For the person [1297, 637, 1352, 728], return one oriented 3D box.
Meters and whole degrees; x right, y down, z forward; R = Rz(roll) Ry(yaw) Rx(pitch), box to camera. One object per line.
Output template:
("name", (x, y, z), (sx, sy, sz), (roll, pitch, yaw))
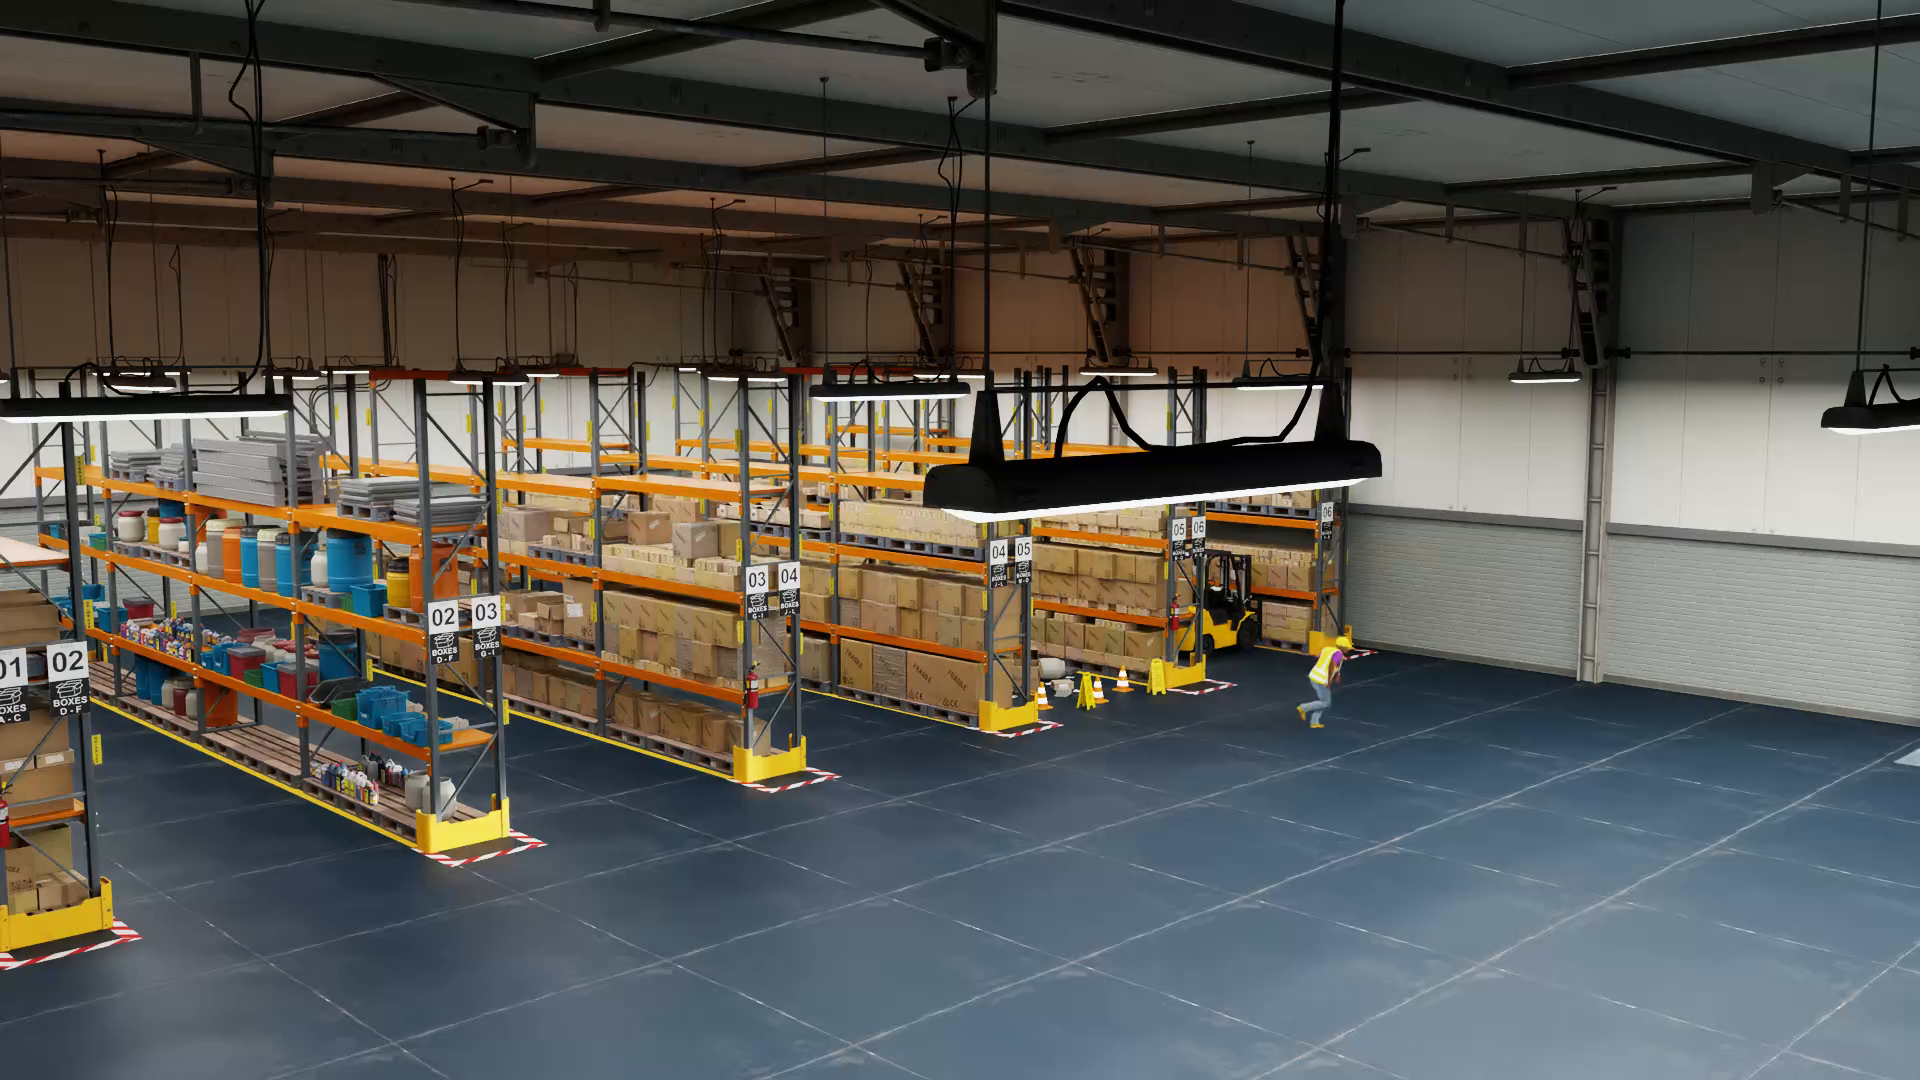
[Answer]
("person", (6.138, 2.412, 27.974), (0.951, 1.560, 0.724), (-1, 7, -11))
